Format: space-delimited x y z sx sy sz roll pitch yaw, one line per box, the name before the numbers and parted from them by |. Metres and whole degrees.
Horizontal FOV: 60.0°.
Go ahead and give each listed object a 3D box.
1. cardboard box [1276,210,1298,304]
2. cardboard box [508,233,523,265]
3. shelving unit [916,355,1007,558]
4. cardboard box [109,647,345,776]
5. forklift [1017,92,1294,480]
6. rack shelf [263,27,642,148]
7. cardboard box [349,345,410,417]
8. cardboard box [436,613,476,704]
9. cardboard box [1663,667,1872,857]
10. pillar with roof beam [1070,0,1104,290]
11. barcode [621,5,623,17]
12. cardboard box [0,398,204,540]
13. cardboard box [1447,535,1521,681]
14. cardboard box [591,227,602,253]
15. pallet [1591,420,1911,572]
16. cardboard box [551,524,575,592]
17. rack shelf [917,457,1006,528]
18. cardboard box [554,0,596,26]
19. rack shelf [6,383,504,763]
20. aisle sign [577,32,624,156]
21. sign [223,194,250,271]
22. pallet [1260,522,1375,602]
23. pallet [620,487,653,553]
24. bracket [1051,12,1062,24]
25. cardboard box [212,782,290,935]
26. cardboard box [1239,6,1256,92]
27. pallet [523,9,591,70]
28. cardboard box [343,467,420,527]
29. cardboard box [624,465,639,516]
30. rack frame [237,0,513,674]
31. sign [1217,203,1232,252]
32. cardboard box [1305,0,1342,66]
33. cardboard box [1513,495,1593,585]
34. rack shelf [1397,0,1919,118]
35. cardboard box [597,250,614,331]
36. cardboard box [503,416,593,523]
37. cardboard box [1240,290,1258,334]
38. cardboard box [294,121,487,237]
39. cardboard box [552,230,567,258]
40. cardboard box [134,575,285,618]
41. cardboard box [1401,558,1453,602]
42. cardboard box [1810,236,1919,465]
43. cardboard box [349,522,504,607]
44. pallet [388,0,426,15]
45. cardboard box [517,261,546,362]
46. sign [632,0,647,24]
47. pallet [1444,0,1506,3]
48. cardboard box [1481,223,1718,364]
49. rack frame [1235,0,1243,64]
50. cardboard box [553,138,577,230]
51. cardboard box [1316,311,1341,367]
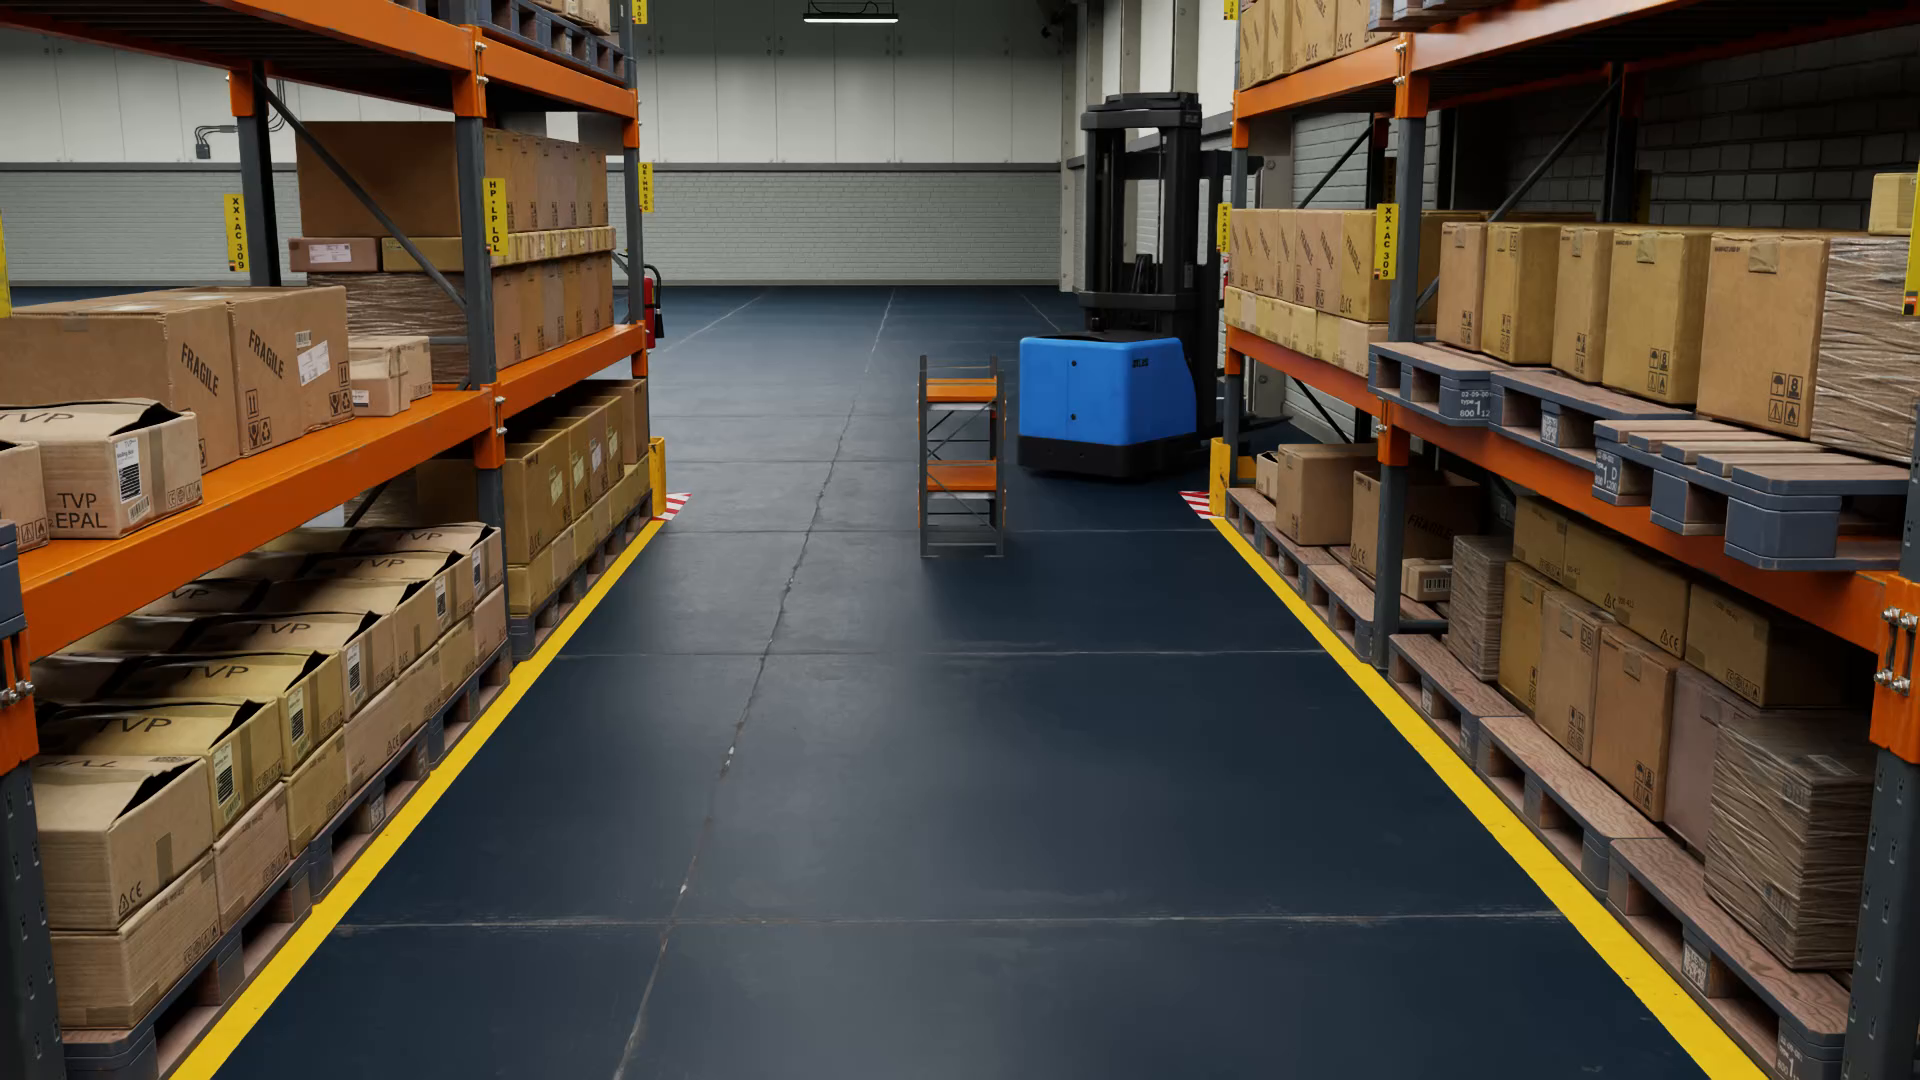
cardboard box | 2.059 -1.581 9.248 0.500 0.500 0.500 0 11 1
cardboard box | -2.378 -1.435 8.205 0.380 0.149 0.250 0 11 -2
shelving unit | 0.000 -0.550 10.441 0.538 1.125 1.048 0 11 -1
cardboard box | -2.209 0.490 5.046 0.500 0.311 0.500 -1 11 -3
forklift | 1.773 -2.129 13.682 1.130 2.935 3.031 9 15 38
rack shelf | -2.588 -2.376 8.989 1.077 0.370 4.000 0 11 -1
cardboard box | -2.345 -0.621 6.412 0.396 0.266 0.258 -1 11 -3
cardboard box | -2.240 0.463 6.592 0.500 0.250 0.500 0 11 -2
cardboard box | 2.527 0.677 4.857 0.700 0.500 0.500 0 11 -1
pillar with roof beam | -1.598 -9.234 33.443 9.100 9.000 0.548 0 11 -1
barcode | -2.141 -3.352 10.534 0.001 0.075 0.075 0 11 -1
cardboard box | -2.289 -0.200 4.226 0.500 0.311 0.500 0 11 -2
cardboard box | 2.437 0.274 6.844 0.700 0.500 0.500 0 11 1
cardboard box | -2.419 -1.845 10.224 0.380 0.149 0.250 0 11 -2
pallet | 2.367 -0.134 4.156 1.213 0.211 1.003 0 11 -1
cardboard box | -2.259 0.088 8.439 0.500 0.250 0.500 0 11 -1
rack shelf | 0.000 -0.310 10.489 0.538 0.278 1.000 0 11 -1
cardboard box | -2.331 -3.018 9.163 0.500 0.311 0.500 1 12 6
rack shelf | -2.506 -0.110 5.368 1.077 0.370 4.000 0 11 -1
aisle sign | -2.337 -2.944 10.988 0.394 0.787 0.004 0 11 -1
sign | -3.102 -1.321 7.150 0.100 0.325 0.005 0 11 -1
pallet | 2.328 0.109 9.493 1.003 0.211 1.213 0 11 -1
pallet | -2.572 -0.137 10.704 1.003 0.211 1.213 0 11 -1
bracket | 2.236 -12.125 38.638 0.235 0.232 0.430 0 11 -1
cardboard box | -2.193 0.871 4.580 0.500 0.250 0.500 -1 11 -3
cardboard box | 2.080 -3.138 10.637 0.500 0.500 0.500 0 11 0
pallet | -2.613 -2.699 8.995 1.003 0.211 1.213 0 11 -1
cardboard box | -2.774 -0.277 8.354 0.500 0.500 0.500 0 11 -1
cardboard box | -2.301 -0.309 10.398 0.500 0.250 0.500 0 11 -1
rack frame | -2.547 -0.861 7.256 1.000 3.000 0.127 0 11 -1
sign | 1.780 -2.099 11.182 0.100 0.325 0.005 0 11 -1
cardboard box | 2.101 -2.720 8.578 0.500 0.500 0.500 -1 11 -3
cardboard box | 2.450 -0.006 6.338 0.500 0.250 0.500 0 11 -2
rack shelf | 2.447 -1.602 5.174 1.077 0.370 4.000 0 11 -1
cardboard box | -2.633 -1.612 10.708 0.700 0.500 0.500 0 11 -1
cardboard box | -2.264 -0.379 8.854 0.500 0.500 0.500 0 11 -1
cardboard box | 2.041 -1.412 10.300 0.500 0.250 0.500 -1 11 -3
cardboard box | -2.563 -1.633 7.552 0.700 0.500 0.500 0 11 -1
cardboard box | -2.397 -1.639 9.211 0.380 0.149 0.250 0 11 -2
cardboard box | -2.771 0.292 6.025 0.500 0.311 0.500 -1 11 -3
cardboard box | 2.364 0.185 8.122 0.380 0.166 0.250 -2 12 -9
cardboard box | 2.468 -0.444 3.848 0.700 0.500 0.500 -2 12 -8
cardboard box | -2.252 0.086 7.041 0.500 0.311 0.500 0 11 -1
pallet | -2.516 -2.062 6.113 0.805 0.209 1.217 -1 11 -3
cardboard box | -2.586 -1.202 8.689 0.700 0.500 0.500 0 11 0
sign | -2.087 -3.520 10.795 0.100 0.325 0.005 0 11 -1
pallet | 2.336 -1.930 5.458 1.213 0.211 1.003 0 11 -1
cardboard box | 2.386 -0.934 6.260 0.700 0.500 0.500 1 12 5
rack frame | 2.323 -4.617 10.683 1.000 3.000 0.127 0 11 -1
cardboard box | -2.604 -2.032 9.518 0.700 0.500 0.500 0 11 -1
cardboard box | 2.091 -1.010 8.320 0.500 0.250 0.500 0 11 -1
